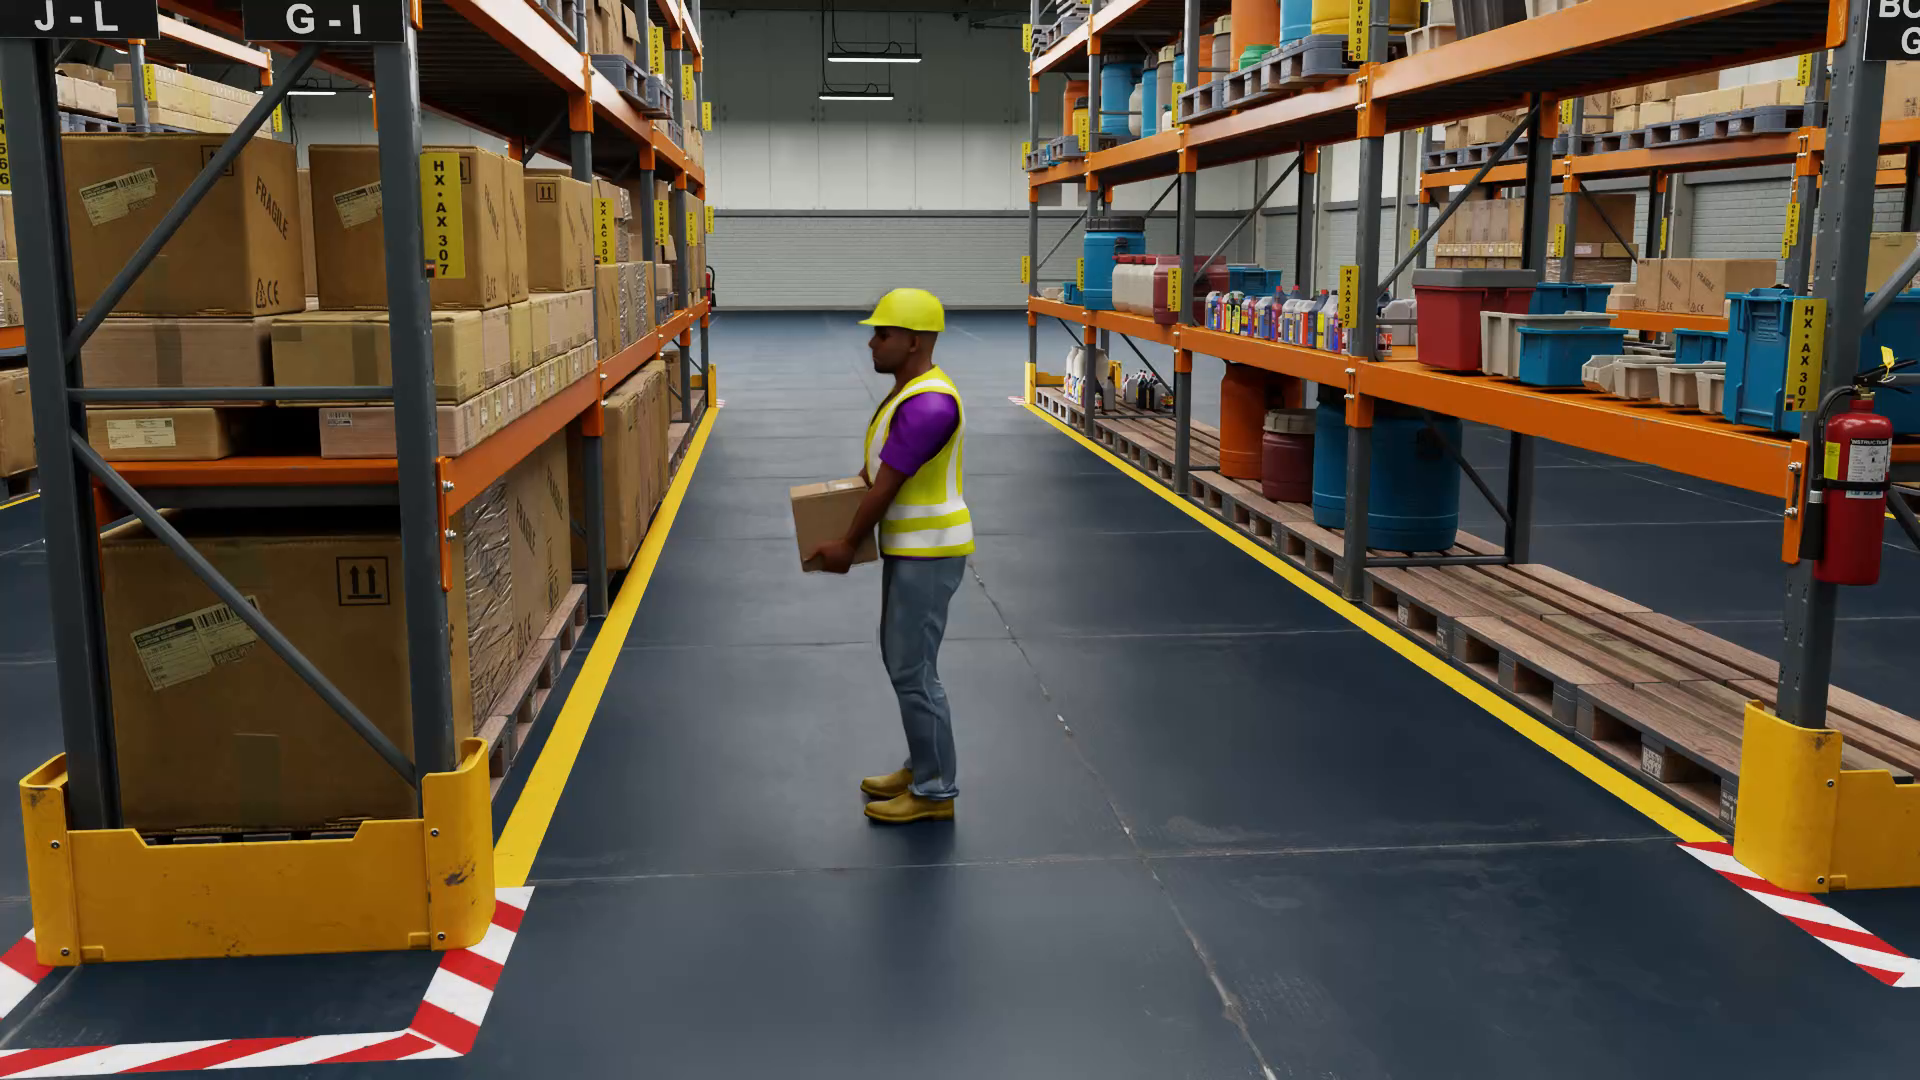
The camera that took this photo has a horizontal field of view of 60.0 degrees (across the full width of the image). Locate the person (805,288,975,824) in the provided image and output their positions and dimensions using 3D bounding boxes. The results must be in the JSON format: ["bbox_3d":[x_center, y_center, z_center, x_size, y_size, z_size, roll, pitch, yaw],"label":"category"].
[{"bbox_3d":[-0.238,0.050,5.553,0.567,1.762,0.505,-1,10,-7],"label":"person"}]
